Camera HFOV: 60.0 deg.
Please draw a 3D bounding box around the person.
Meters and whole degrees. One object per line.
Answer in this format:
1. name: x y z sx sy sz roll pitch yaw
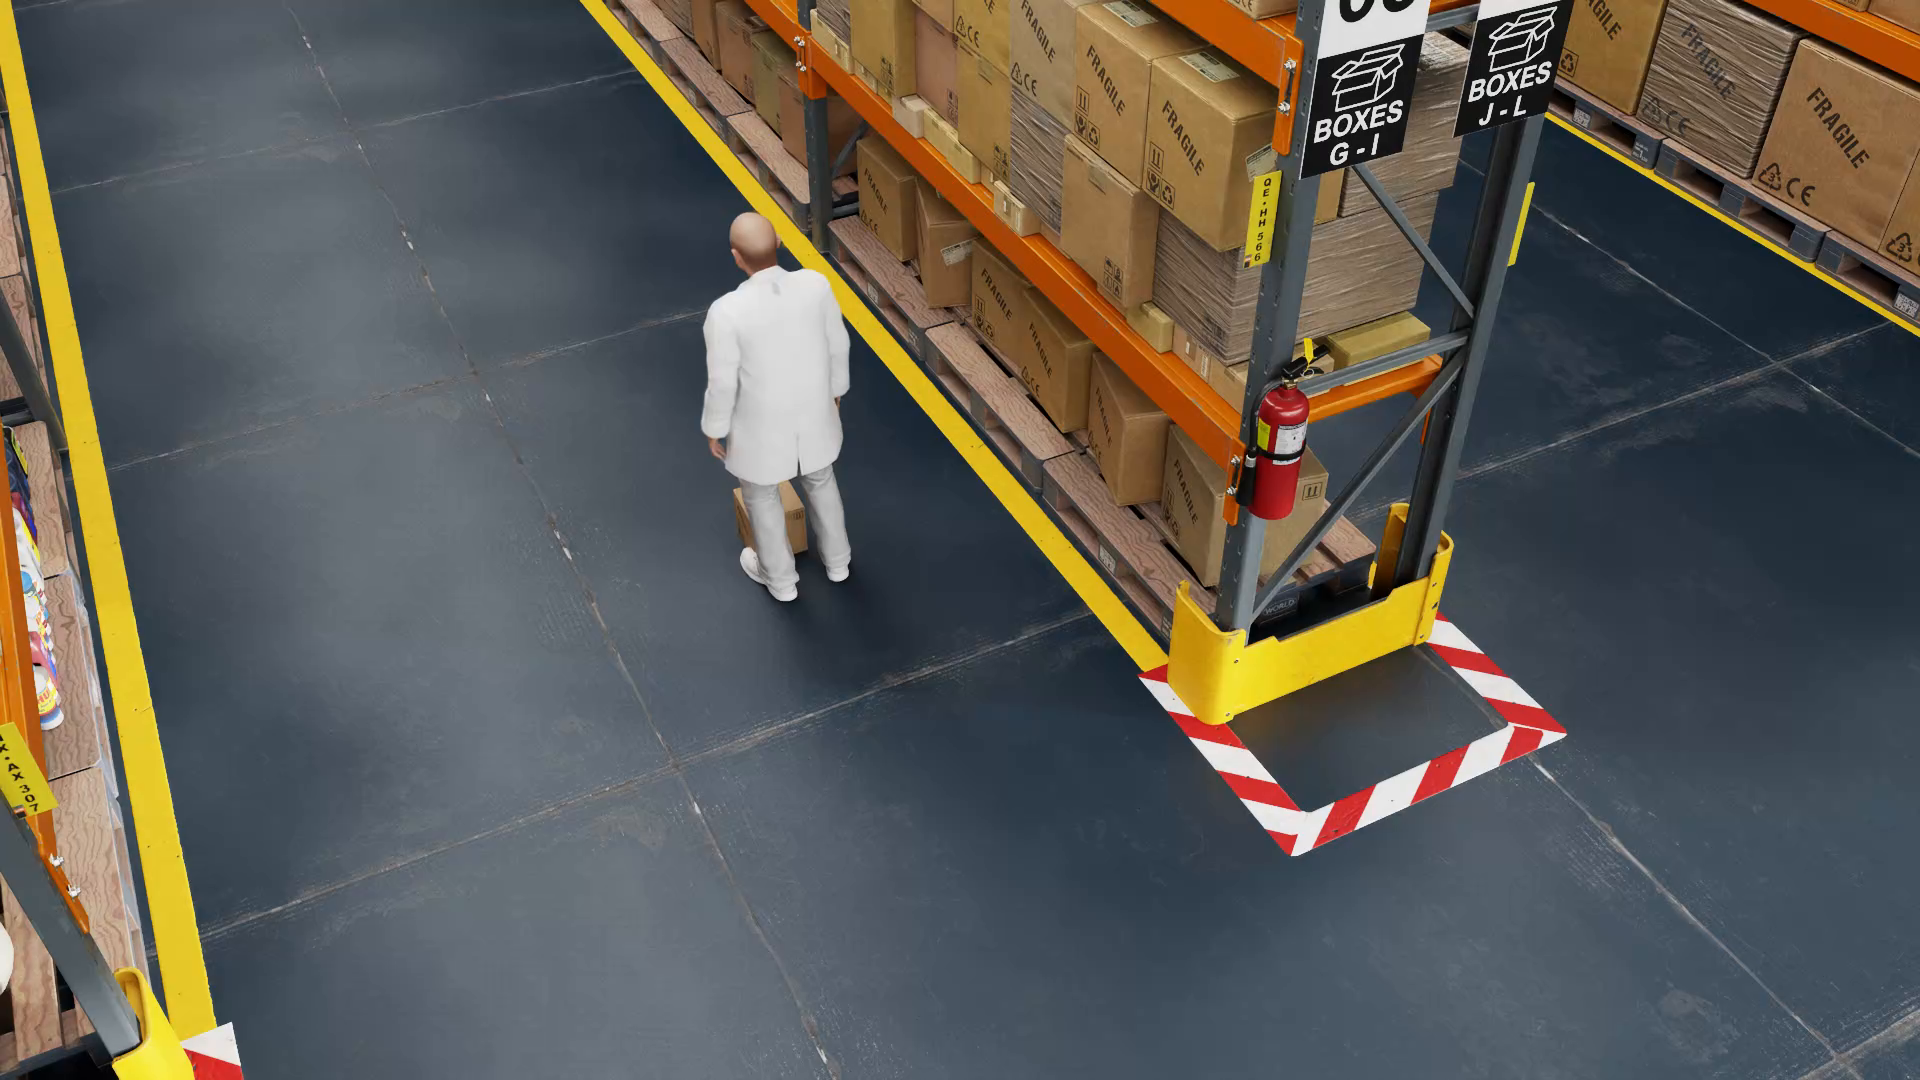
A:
1. person: -0.741 -0.521 6.774 0.655 1.775 0.419 -21 45 -22
